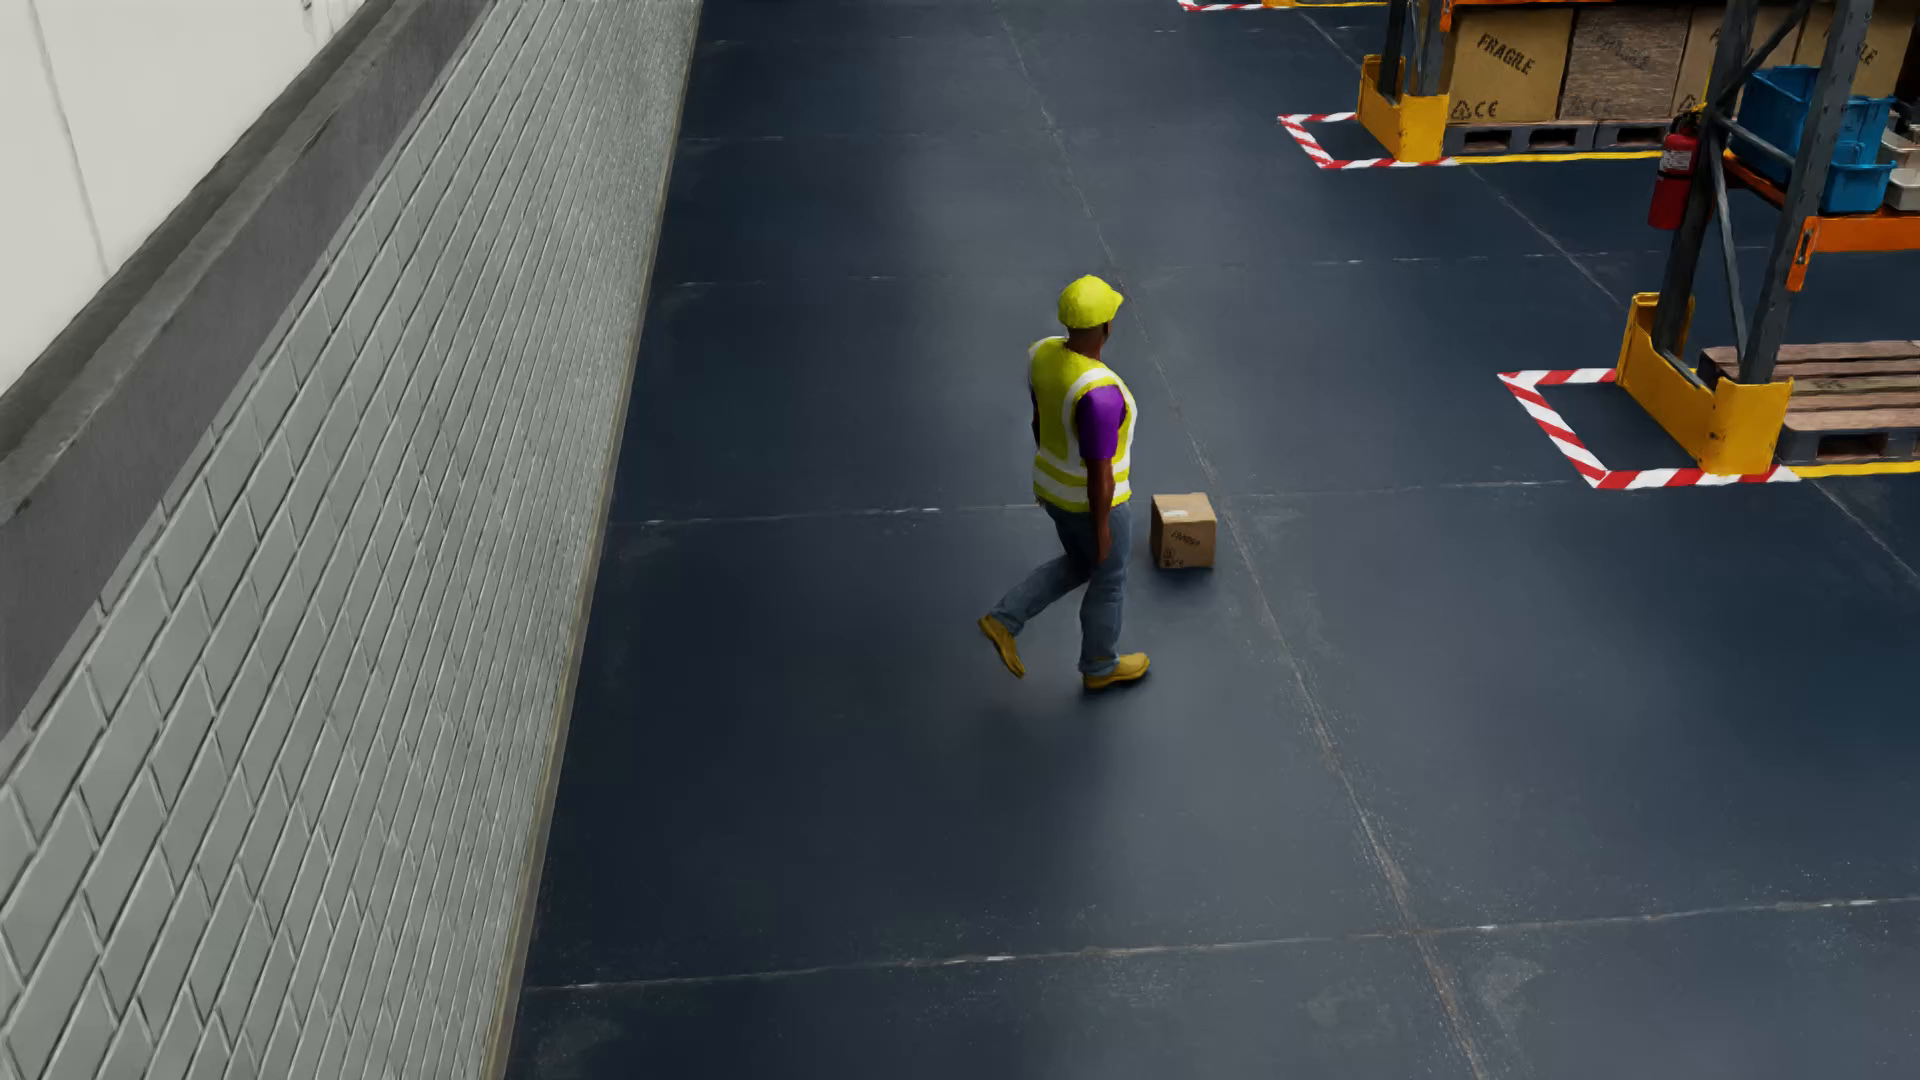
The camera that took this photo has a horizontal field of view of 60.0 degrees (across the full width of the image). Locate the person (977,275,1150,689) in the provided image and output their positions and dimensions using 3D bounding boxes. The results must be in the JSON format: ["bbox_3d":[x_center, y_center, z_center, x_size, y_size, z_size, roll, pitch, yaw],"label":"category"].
[{"bbox_3d":[0.425,-0.188,6.412,0.714,1.749,0.587,-13,33,-21],"label":"person"}]
